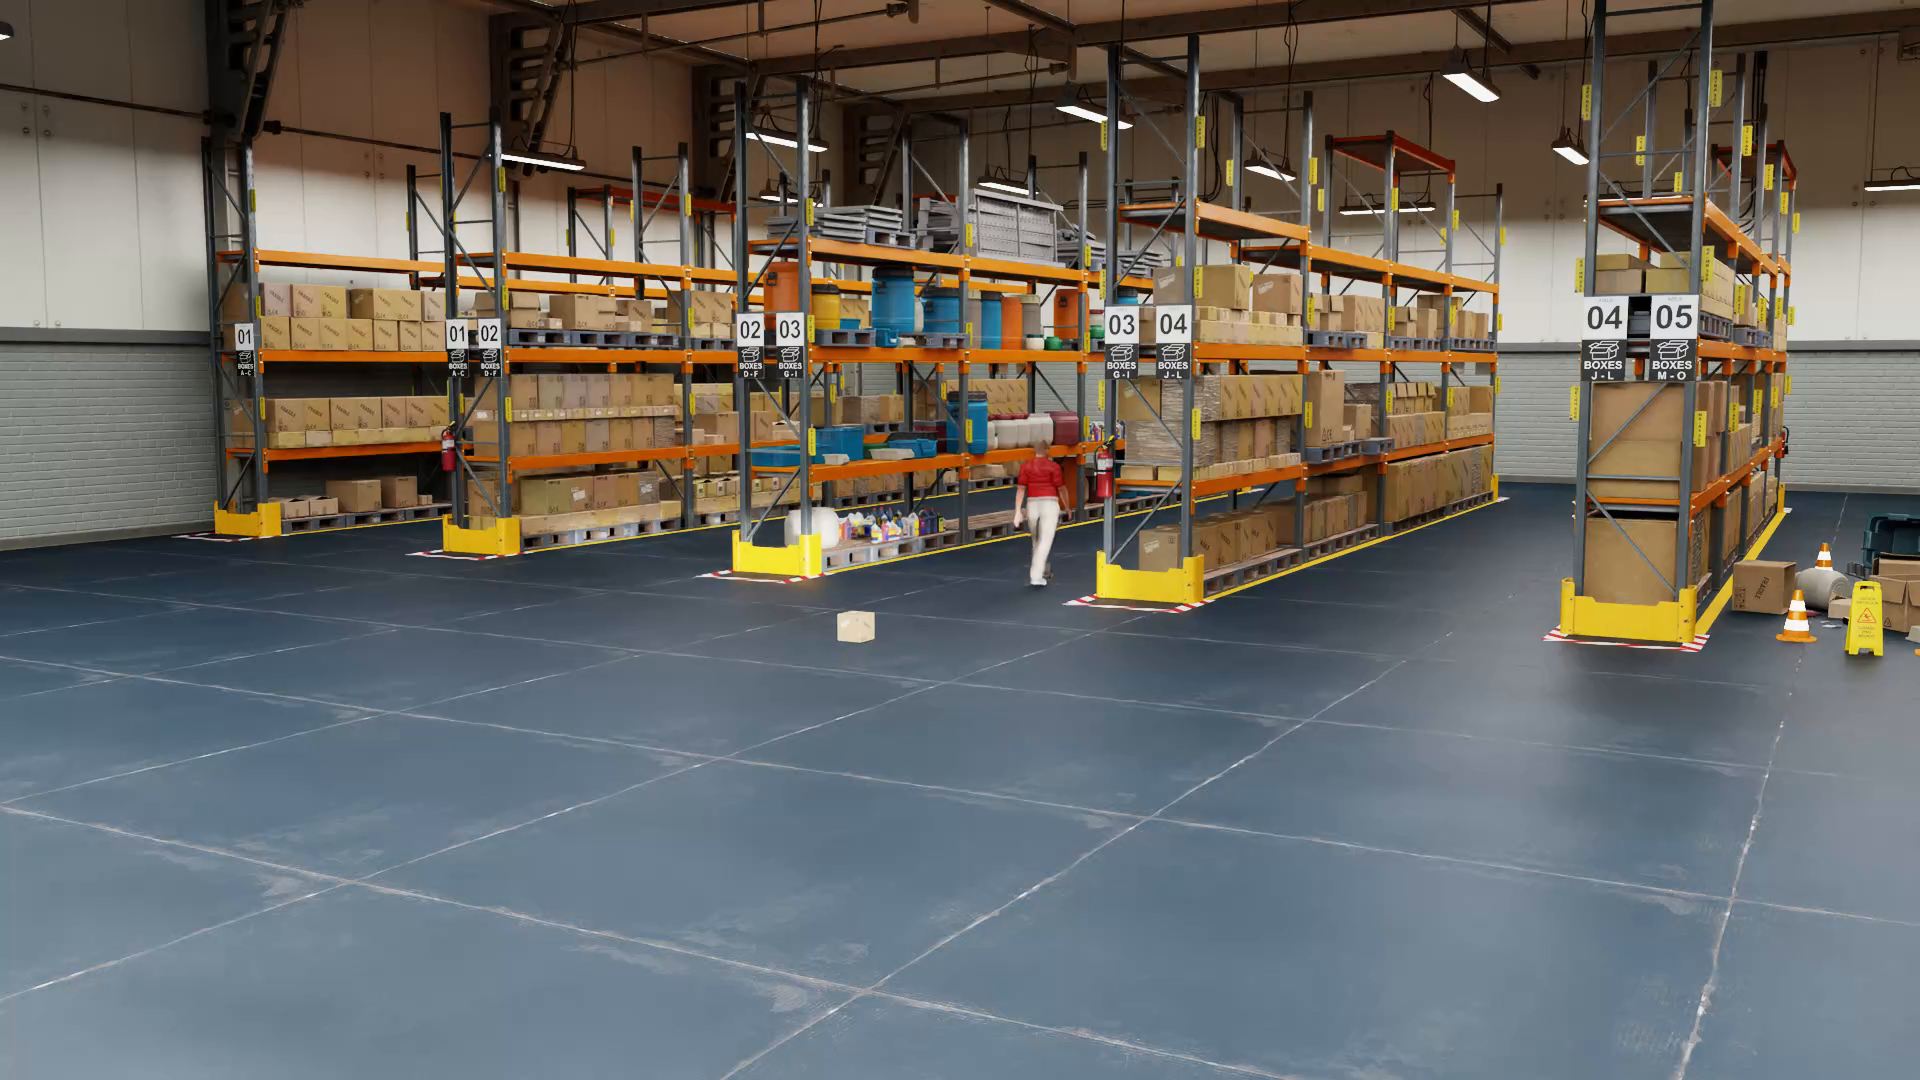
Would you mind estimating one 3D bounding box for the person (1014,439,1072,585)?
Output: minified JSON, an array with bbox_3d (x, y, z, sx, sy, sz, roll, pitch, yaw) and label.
[{"bbox_3d":[1.016,-0.346,19.429,0.573,1.679,0.958,3,7,29],"label":"person"}]
